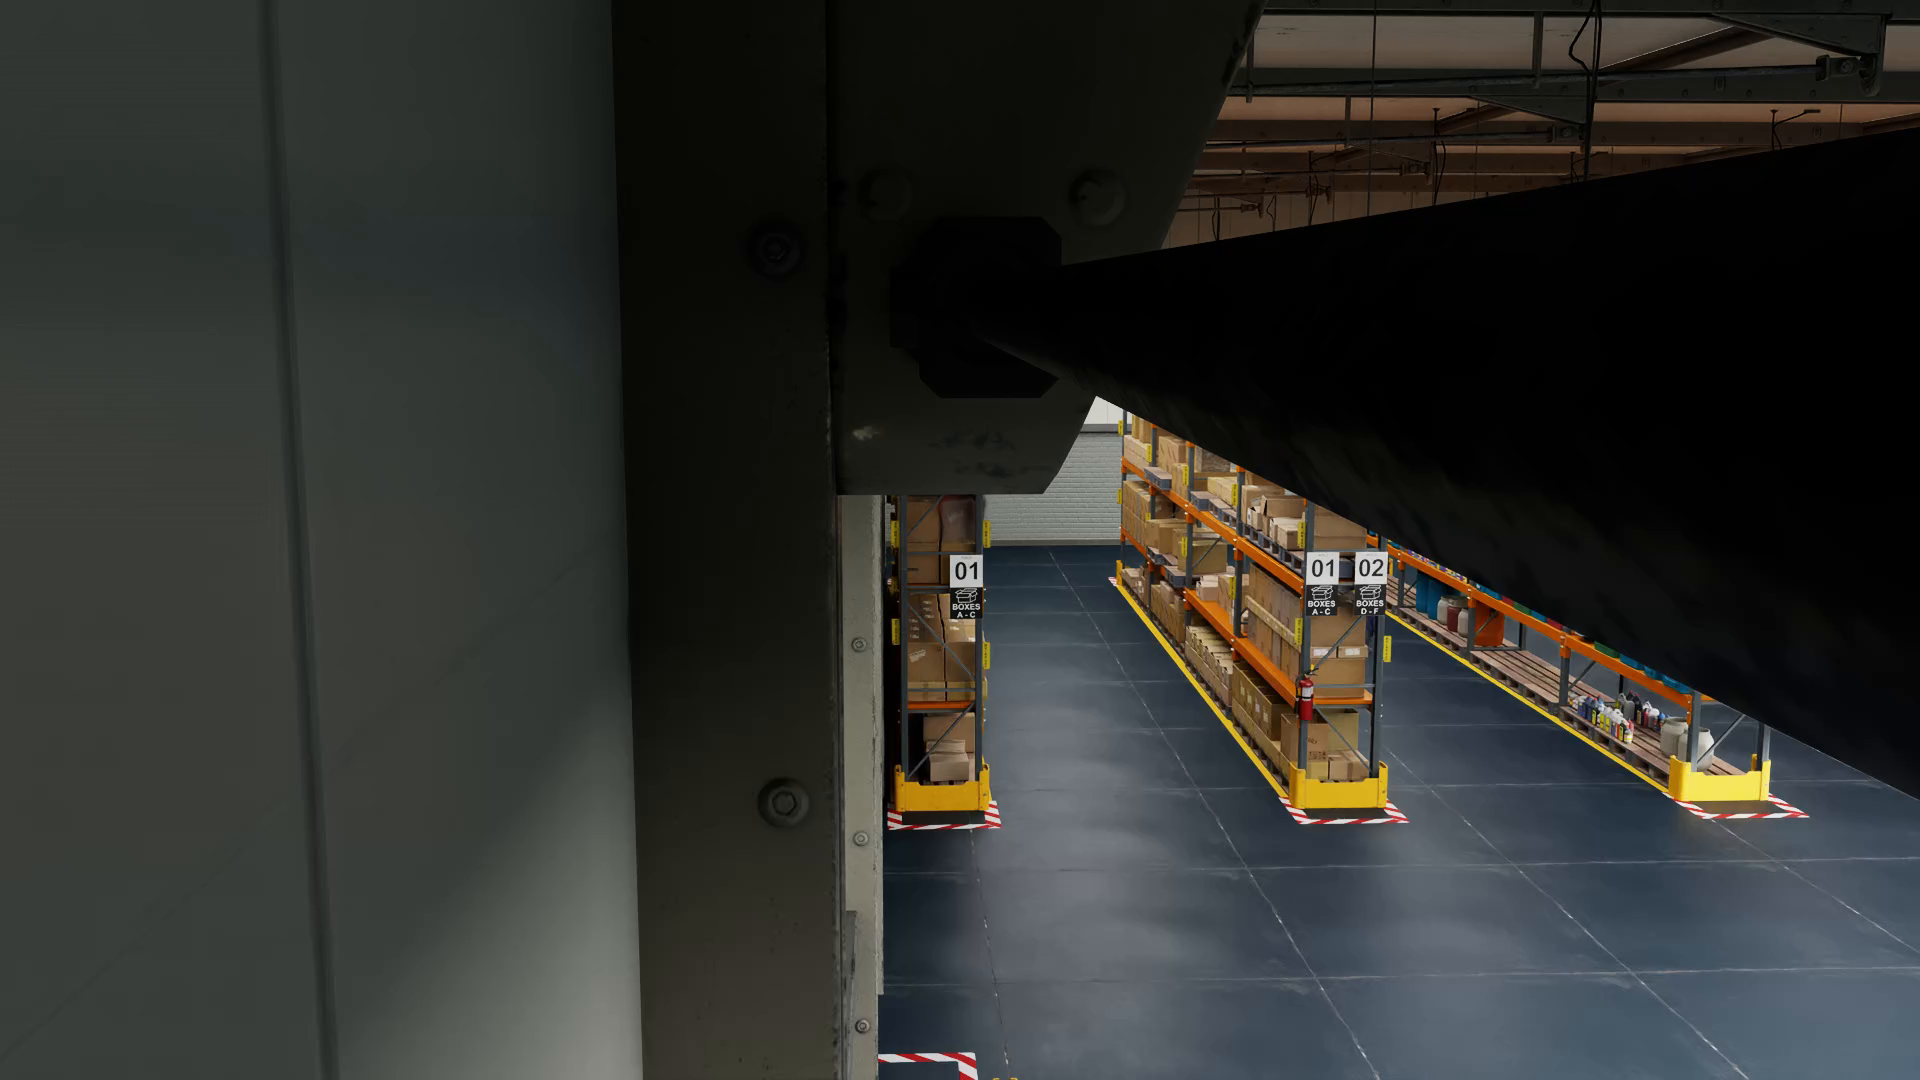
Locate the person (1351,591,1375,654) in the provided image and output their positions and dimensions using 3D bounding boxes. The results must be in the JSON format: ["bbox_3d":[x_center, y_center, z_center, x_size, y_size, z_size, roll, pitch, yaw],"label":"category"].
[{"bbox_3d":[7.223,1.211,29.431,0.586,1.601,0.544,-1,8,-8],"label":"person"}]
